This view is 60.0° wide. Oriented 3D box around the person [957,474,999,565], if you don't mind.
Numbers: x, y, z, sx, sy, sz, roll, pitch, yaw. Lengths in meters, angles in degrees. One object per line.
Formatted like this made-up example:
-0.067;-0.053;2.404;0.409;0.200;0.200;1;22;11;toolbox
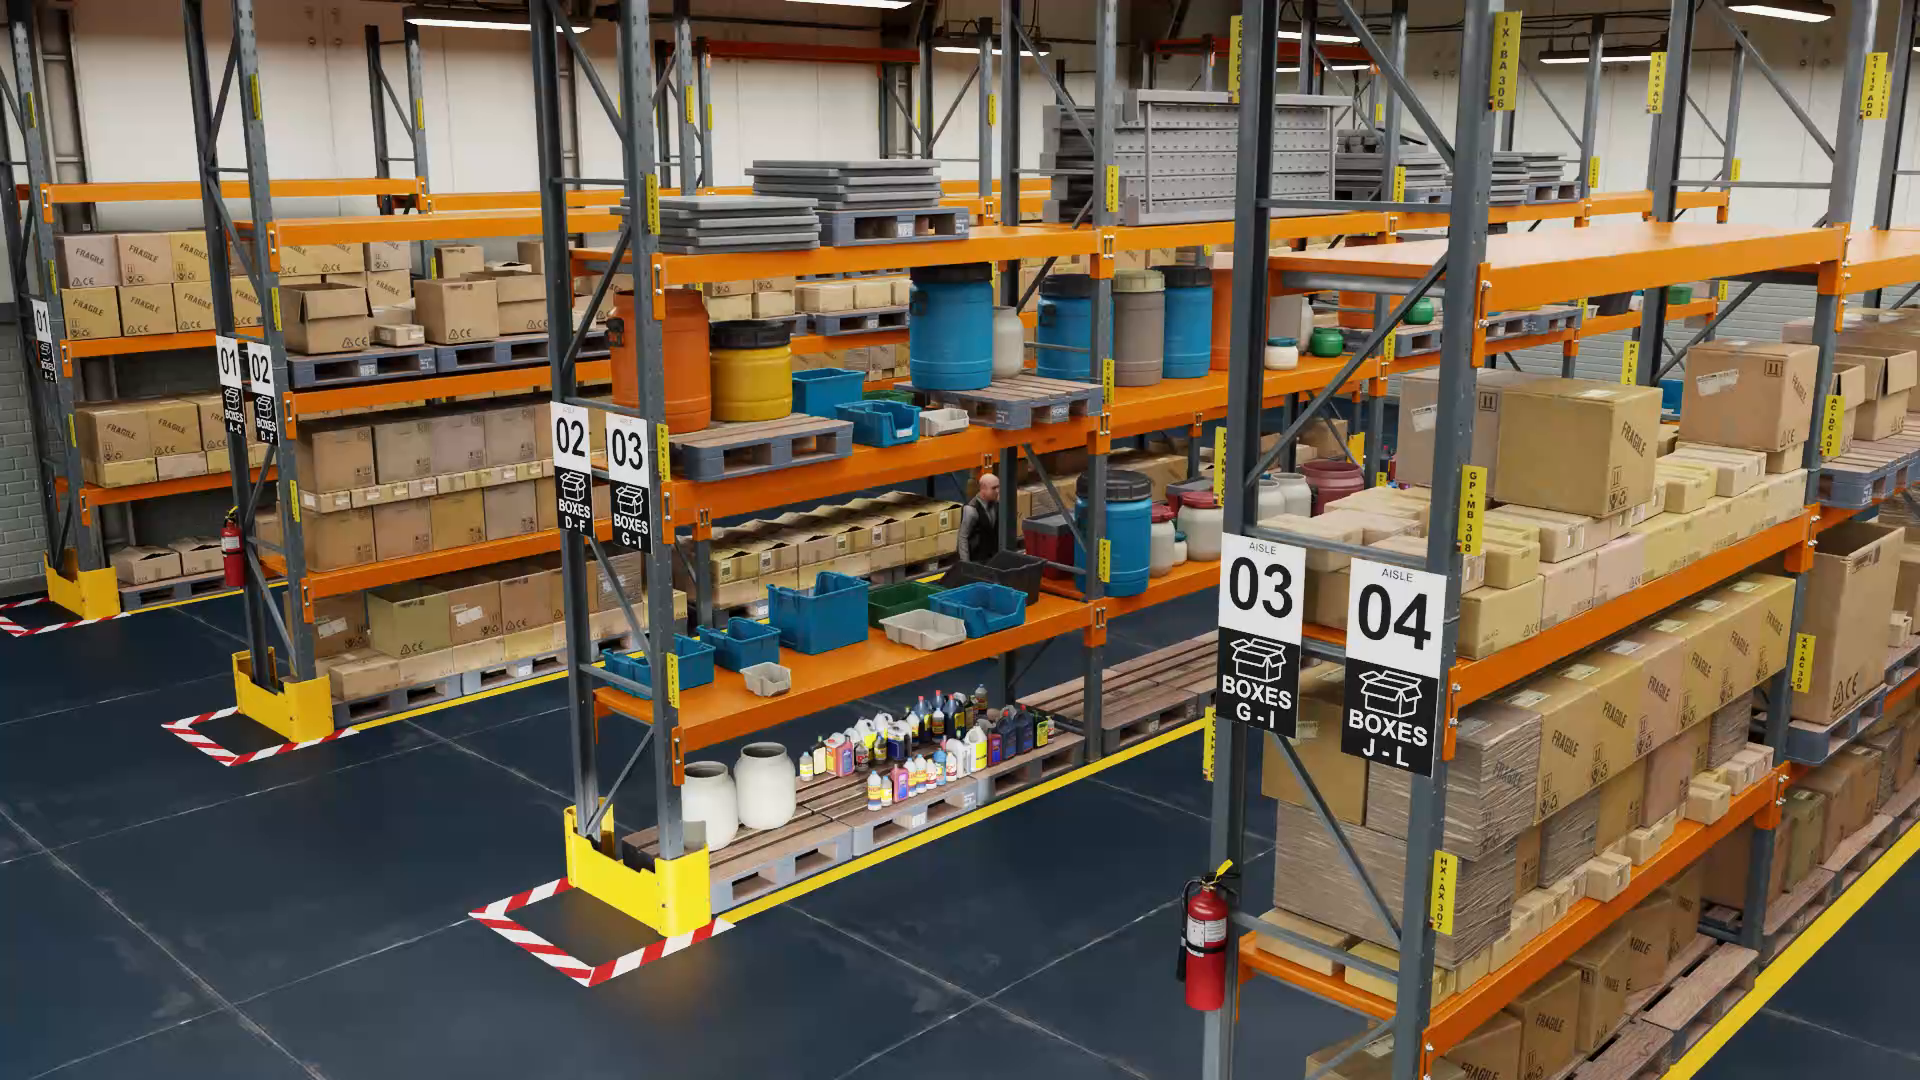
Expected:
0.199;0.211;15.672;0.413;1.721;0.581;13;19;42;person
